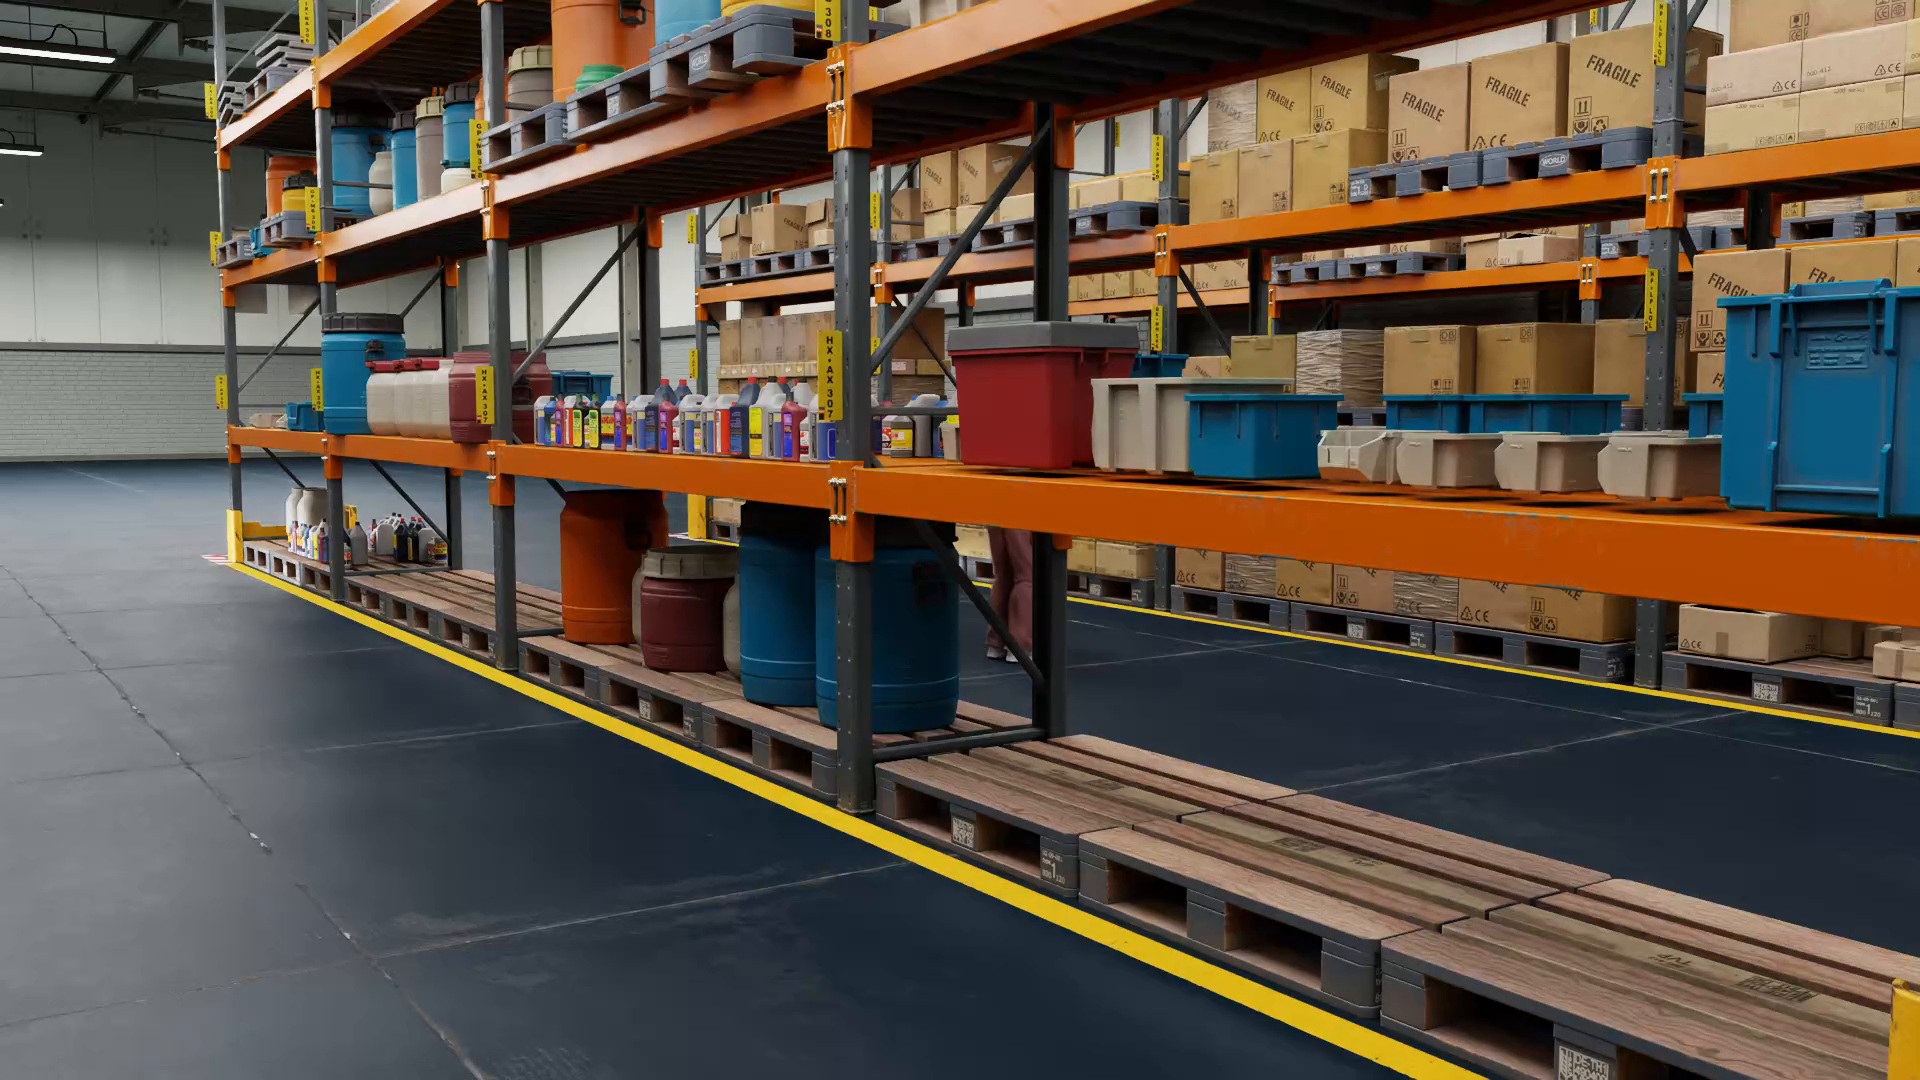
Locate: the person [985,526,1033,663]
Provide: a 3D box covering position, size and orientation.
[{"bbox_3d":[0.365,-0.115,9.984,0.558,1.663,0.428,-3,6,-34],"label":"person"}]
